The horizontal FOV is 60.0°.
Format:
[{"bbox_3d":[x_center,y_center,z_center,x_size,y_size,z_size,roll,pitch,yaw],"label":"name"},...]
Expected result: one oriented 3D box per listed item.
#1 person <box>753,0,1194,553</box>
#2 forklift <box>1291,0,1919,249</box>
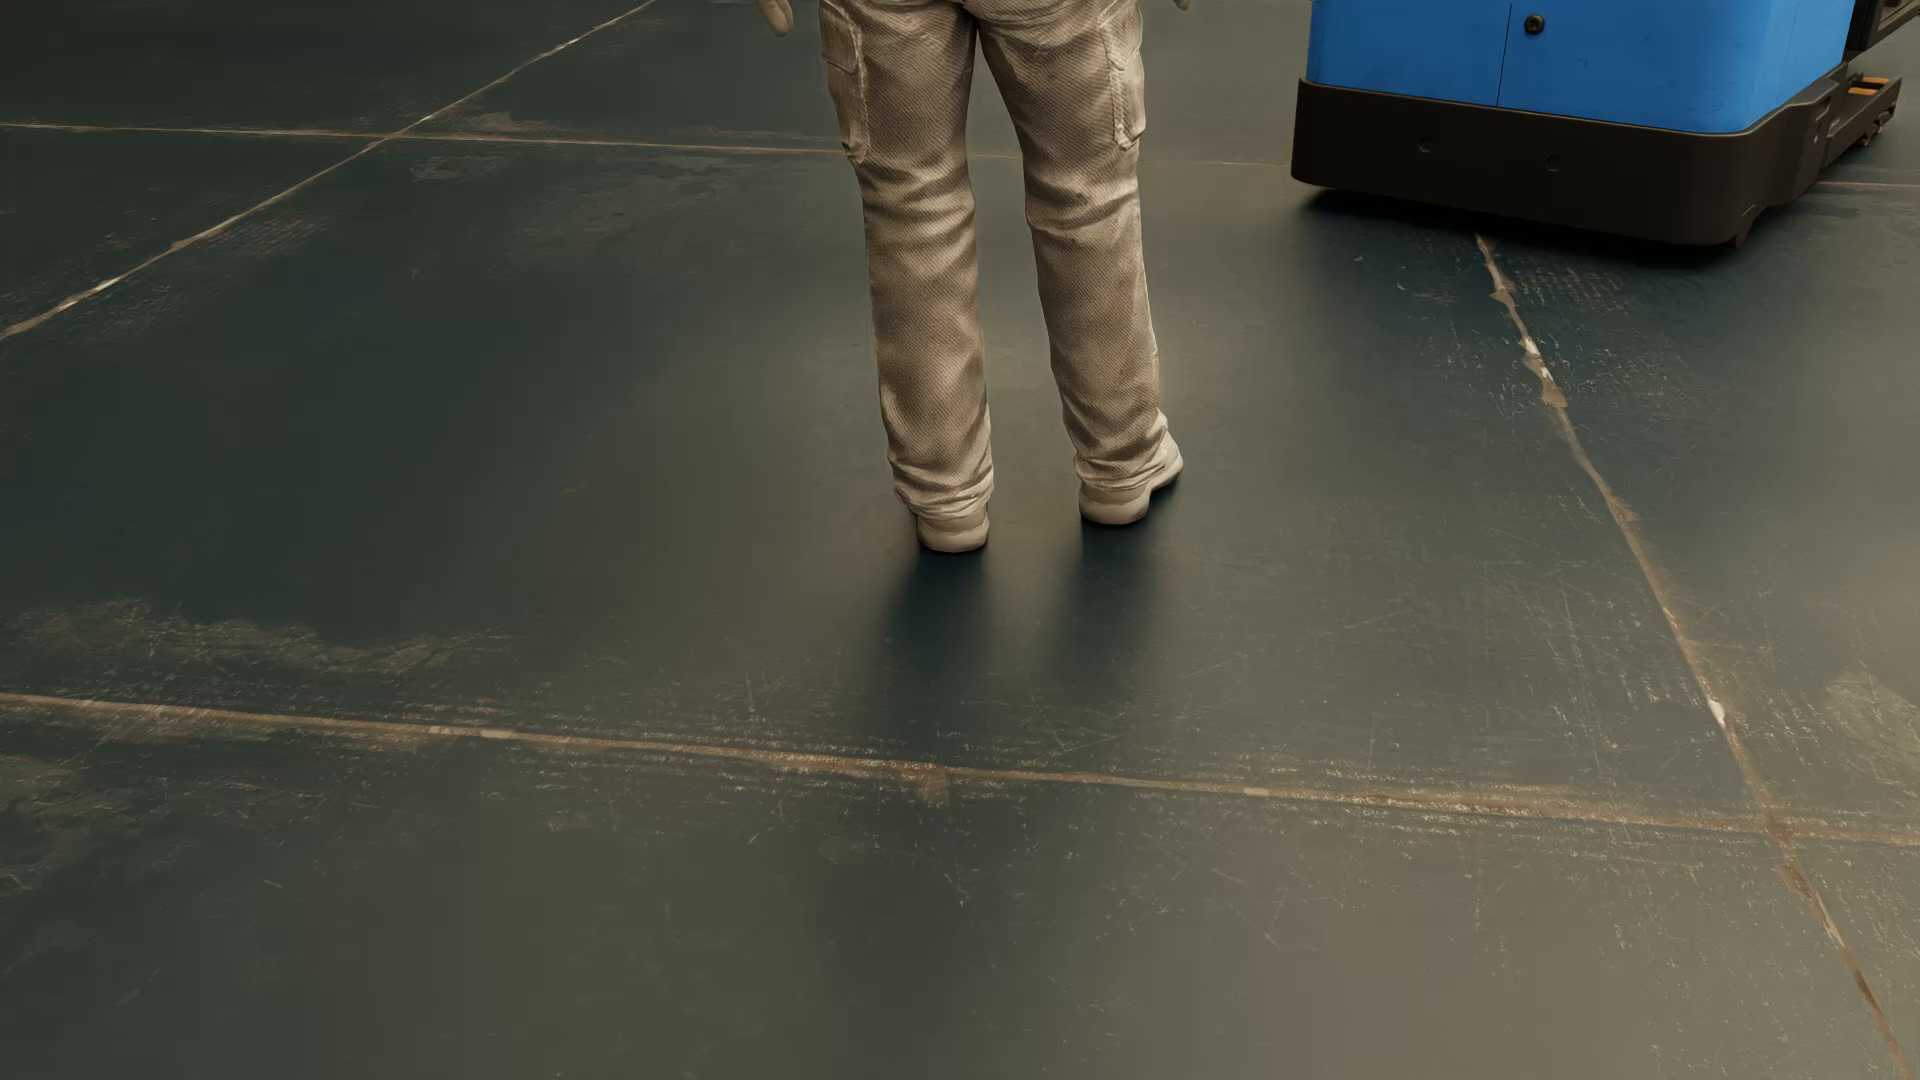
[{"bbox_3d":[0.018,-0.836,2.162,0.657,1.785,0.575,3,27,7],"label":"person"},{"bbox_3d":[2.110,-2.551,4.330,1.130,2.935,3.031,18,32,32],"label":"forklift"}]
